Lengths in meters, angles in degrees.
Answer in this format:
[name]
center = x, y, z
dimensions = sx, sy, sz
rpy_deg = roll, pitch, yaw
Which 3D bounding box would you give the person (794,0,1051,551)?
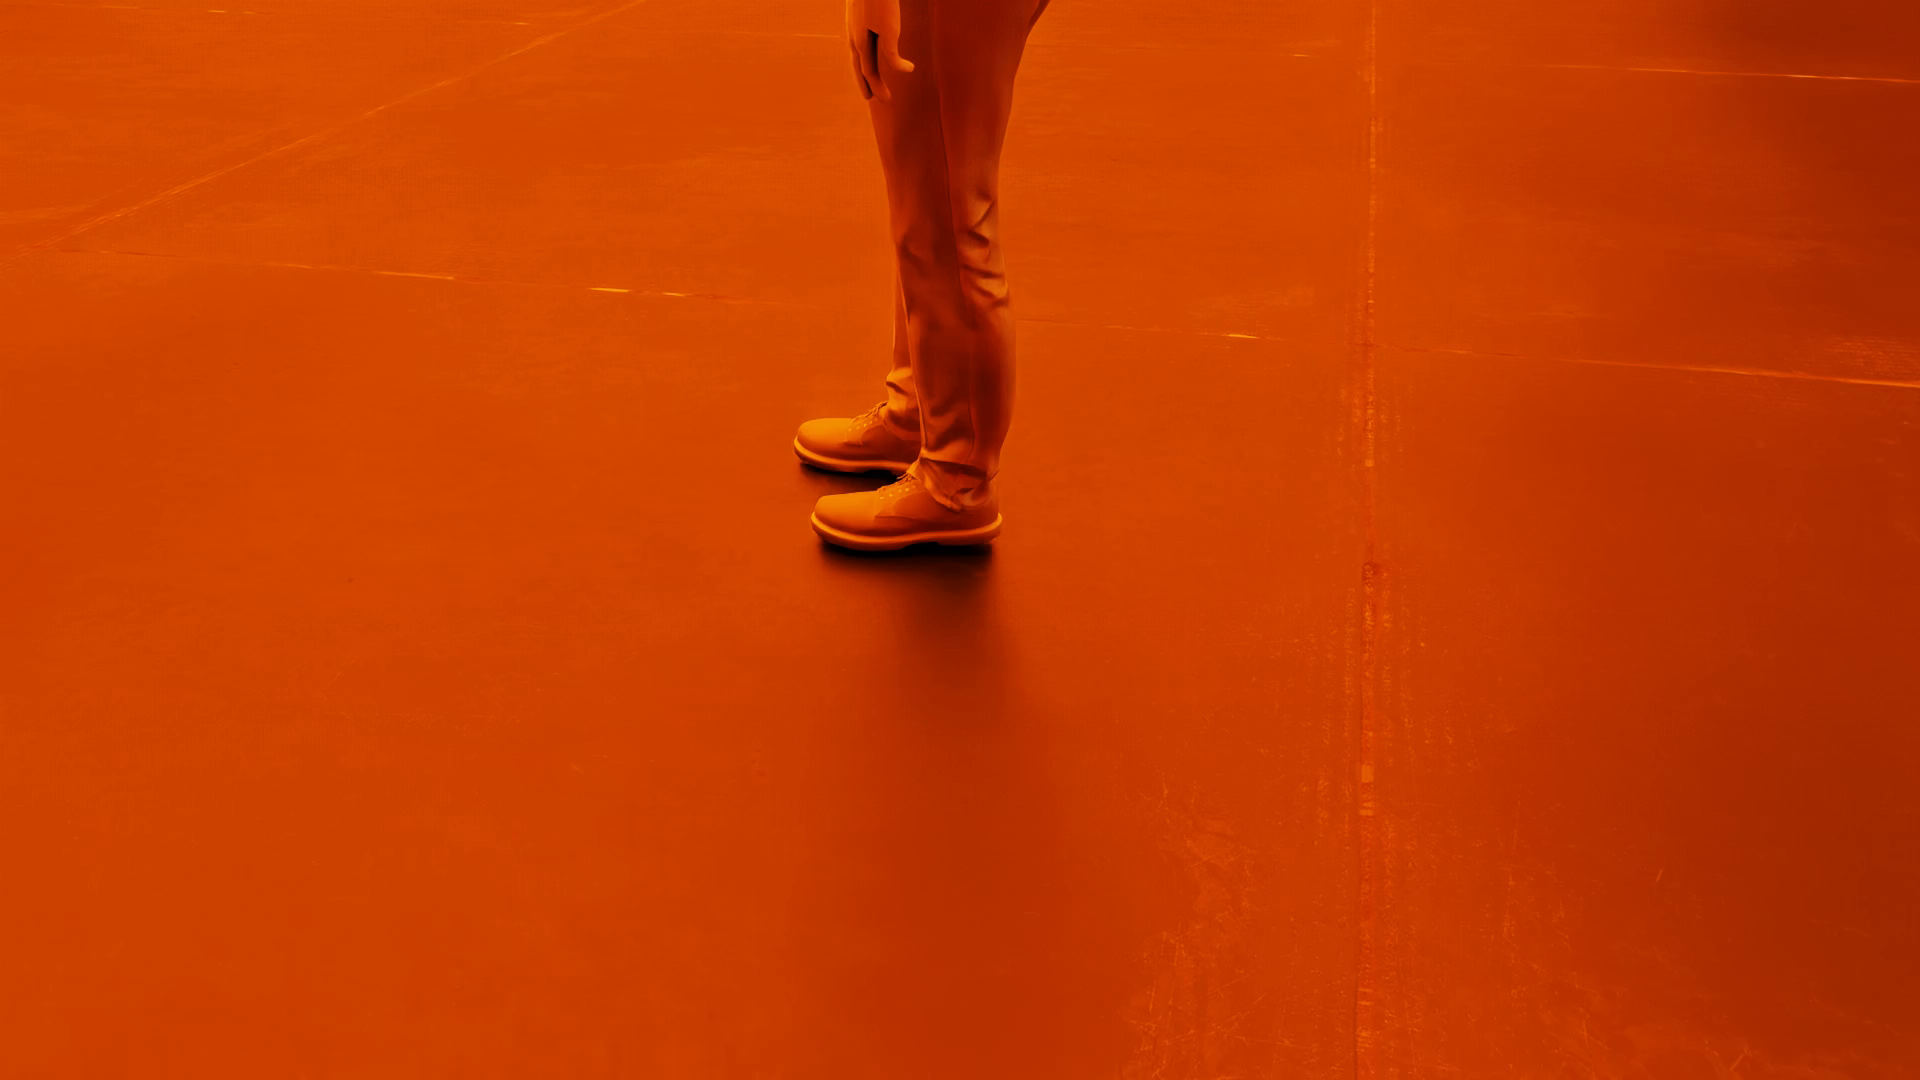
[person]
center = -0.066, -0.773, 2.135
dimensions = 0.530, 1.694, 0.586
rpy_deg = 6, 27, 11
